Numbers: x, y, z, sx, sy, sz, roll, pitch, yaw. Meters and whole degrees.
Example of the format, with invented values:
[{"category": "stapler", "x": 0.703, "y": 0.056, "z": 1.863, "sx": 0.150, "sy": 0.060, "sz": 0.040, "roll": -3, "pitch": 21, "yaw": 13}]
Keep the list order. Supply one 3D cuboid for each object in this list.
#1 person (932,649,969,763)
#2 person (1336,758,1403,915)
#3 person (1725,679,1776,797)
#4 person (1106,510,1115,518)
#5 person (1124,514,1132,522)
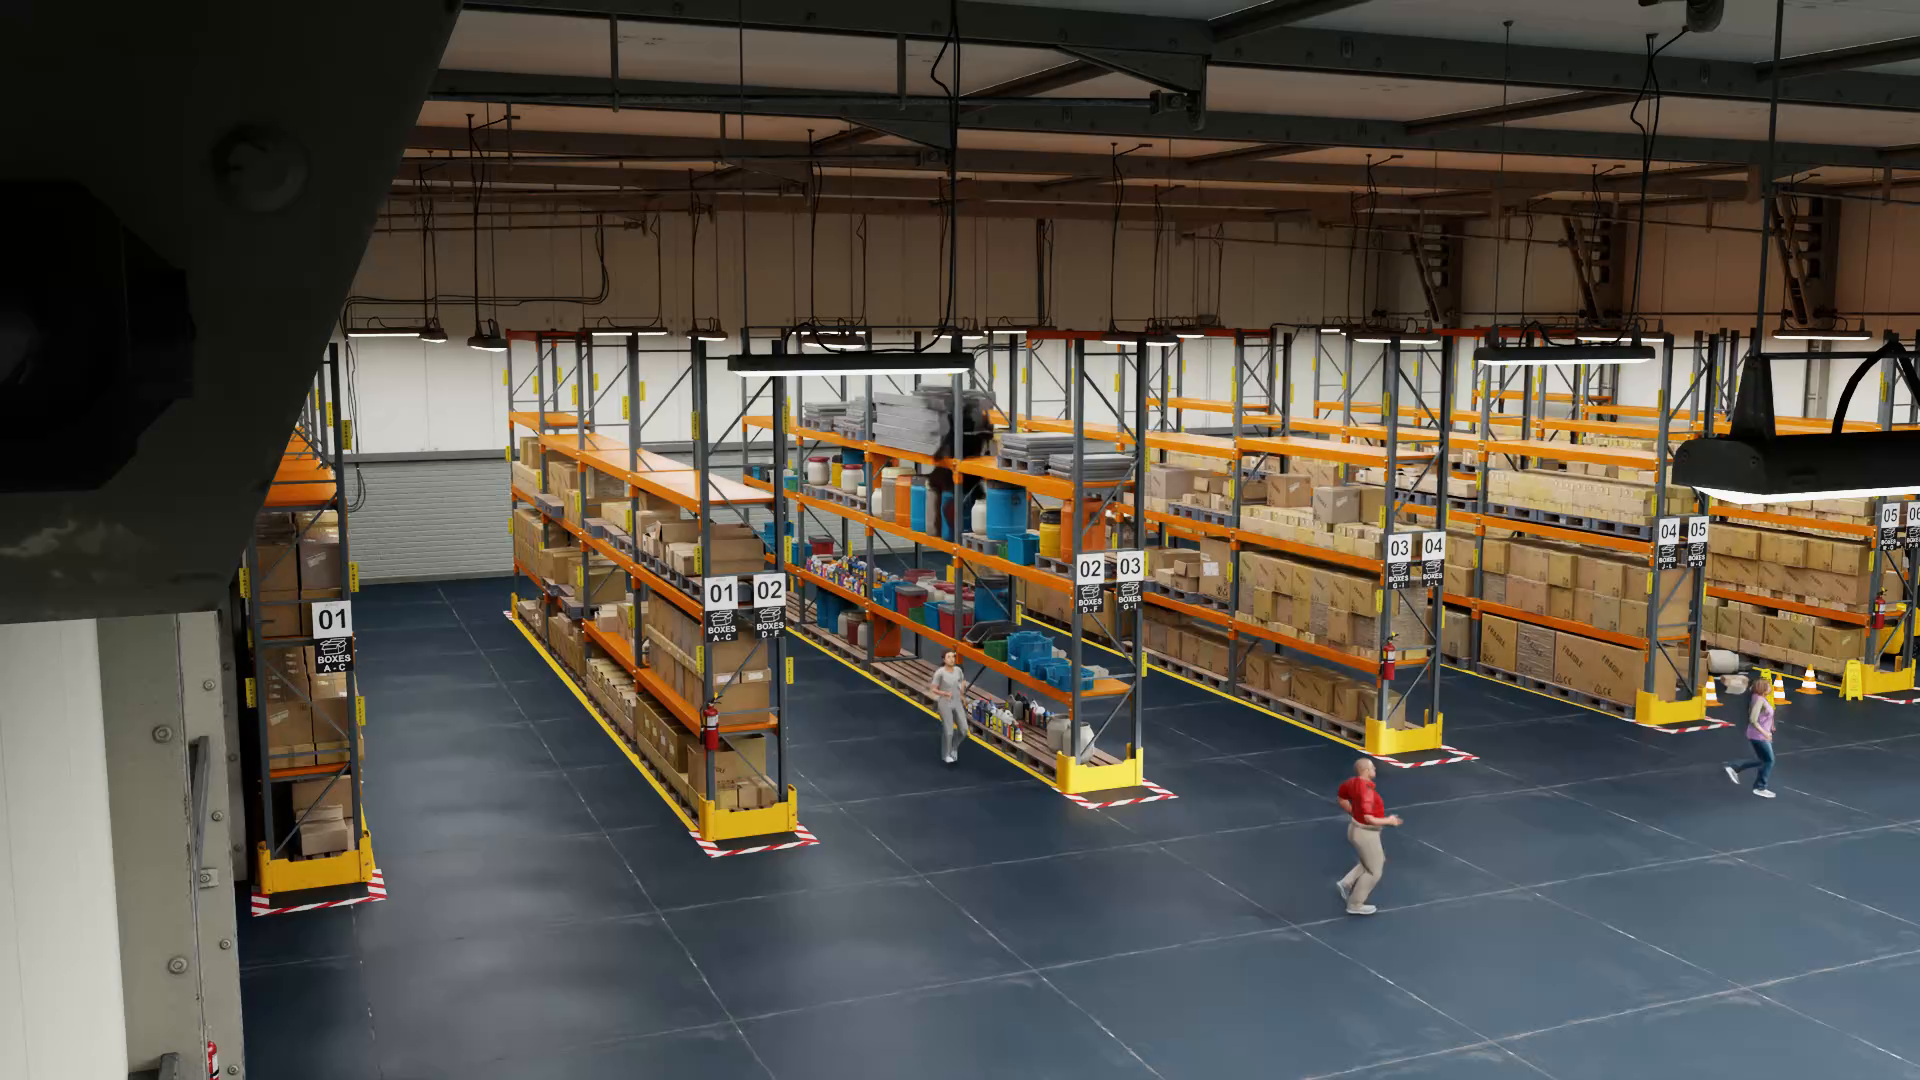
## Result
[{"category": "person", "x": -0.105, "y": 2.343, "z": 23.356, "sx": 0.553, "sy": 1.628, "sz": 0.558, "roll": -3, "pitch": 8, "yaw": -24}, {"category": "person", "x": 4.336, "y": 3.114, "z": 17.568, "sx": 0.578, "sy": 1.679, "sz": 0.653, "roll": -1, "pitch": 8, "yaw": -6}, {"category": "person", "x": 10.456, "y": 2.597, "z": 21.911, "sx": 0.624, "sy": 1.582, "sz": 0.535, "roll": 3, "pitch": 8, "yaw": 18}, {"category": "person", "x": 3.771, "y": -0.122, "z": 40.938, "sx": 0.715, "sy": 1.774, "sz": 0.901, "roll": 6, "pitch": 10, "yaw": 37}, {"category": "person", "x": 3.818, "y": 0.225, "z": 38.602, "sx": 0.718, "sy": 1.782, "sz": 0.891, "roll": -2, "pitch": 8, "yaw": -14}]
